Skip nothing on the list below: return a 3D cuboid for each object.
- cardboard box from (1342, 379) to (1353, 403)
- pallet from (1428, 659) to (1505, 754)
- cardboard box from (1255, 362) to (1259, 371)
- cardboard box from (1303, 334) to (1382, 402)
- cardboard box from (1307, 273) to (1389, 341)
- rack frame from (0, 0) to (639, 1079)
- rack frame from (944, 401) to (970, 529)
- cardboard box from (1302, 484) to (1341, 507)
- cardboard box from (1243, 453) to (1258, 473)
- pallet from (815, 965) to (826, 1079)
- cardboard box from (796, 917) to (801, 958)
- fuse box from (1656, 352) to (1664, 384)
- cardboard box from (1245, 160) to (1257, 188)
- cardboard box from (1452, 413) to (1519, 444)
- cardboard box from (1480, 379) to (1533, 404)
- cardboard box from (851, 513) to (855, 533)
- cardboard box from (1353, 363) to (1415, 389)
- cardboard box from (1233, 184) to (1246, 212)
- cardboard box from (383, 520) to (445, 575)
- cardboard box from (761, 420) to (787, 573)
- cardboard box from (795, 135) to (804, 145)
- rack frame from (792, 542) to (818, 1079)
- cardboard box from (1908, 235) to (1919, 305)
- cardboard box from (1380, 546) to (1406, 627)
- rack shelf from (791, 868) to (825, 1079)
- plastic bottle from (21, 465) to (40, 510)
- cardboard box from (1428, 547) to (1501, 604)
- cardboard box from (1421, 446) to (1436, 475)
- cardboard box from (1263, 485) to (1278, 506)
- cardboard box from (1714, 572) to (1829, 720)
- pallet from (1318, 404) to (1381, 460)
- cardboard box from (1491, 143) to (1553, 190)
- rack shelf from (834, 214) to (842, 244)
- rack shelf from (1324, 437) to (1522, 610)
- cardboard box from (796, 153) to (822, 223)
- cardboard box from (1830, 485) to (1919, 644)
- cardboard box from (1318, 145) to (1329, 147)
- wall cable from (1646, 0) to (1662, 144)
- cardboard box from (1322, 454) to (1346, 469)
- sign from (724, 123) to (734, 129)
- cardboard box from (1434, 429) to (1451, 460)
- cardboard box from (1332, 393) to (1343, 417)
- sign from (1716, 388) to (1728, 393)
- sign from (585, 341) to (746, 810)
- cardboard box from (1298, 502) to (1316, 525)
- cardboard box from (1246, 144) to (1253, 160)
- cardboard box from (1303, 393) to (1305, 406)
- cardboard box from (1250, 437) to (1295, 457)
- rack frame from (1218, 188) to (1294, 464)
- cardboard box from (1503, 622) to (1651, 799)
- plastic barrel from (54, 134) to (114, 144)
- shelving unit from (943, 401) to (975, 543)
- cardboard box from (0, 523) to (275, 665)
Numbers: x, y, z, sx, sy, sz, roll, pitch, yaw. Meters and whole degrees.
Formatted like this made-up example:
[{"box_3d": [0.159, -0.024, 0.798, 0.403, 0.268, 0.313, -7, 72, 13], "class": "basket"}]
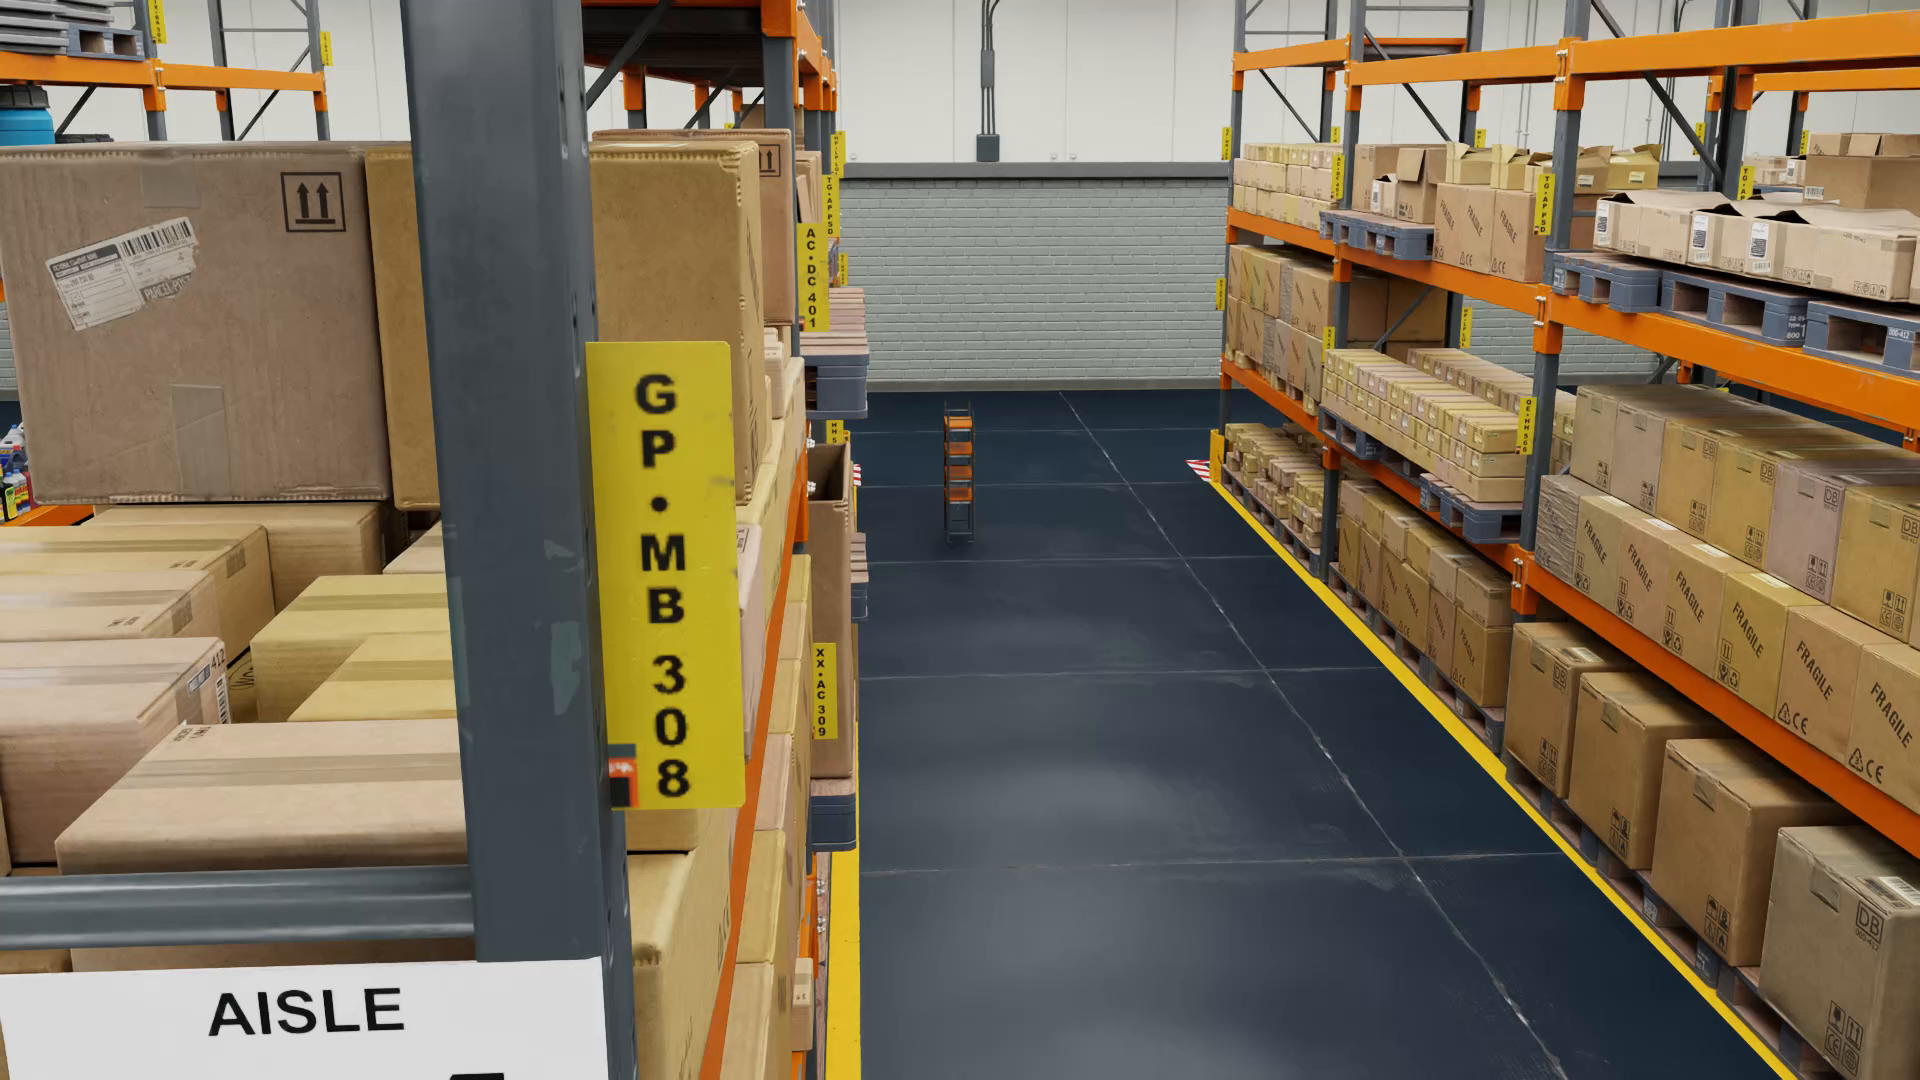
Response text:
[{"box_3d": [3.072, -1.114, 12.402, 0.380, 0.149, 0.250, -1, 14, -2], "class": "cardboard box"}, {"box_3d": [3.673, 1.029, 10.605, 1.003, 0.211, 1.213, -1, 14, -3], "class": "pallet"}, {"box_3d": [3.090, -1.717, 16.184, 0.380, 0.149, 0.250, 0, 14, -1], "class": "cardboard box"}, {"box_3d": [3.160, -1.431, 13.770, 0.500, 0.500, 0.500, -1, 14, -3], "class": "cardboard box"}, {"box_3d": [3.173, -1.912, 13.633, 0.500, 0.500, 0.500, -1, 14, -5], "class": "cardboard box"}, {"box_3d": [-0.738, -0.992, 0.822, 0.949, 2.616, 0.053, -1, 14, -3], "class": "rack frame"}, {"box_3d": [-0.025, -0.683, 15.273, 0.240, 1.200, 0.015, -1, 14, -3], "class": "rack frame"}, {"box_3d": [3.135, -0.381, 14.170, 0.380, 0.149, 0.250, -1, 14, -3], "class": "cardboard box"}, {"box_3d": [2.972, -0.756, 16.225, 0.380, 0.149, 0.250, 0, 14, -2], "class": "cardboard box"}, {"box_3d": [-1.039, 2.076, 6.536, 1.003, 0.211, 1.213, -1, 14, -3], "class": "pallet"}, {"box_3d": [-0.676, 1.152, 5.035, 0.380, 0.149, 0.250, -1, 14, -3], "class": "cardboard box"}, {"box_3d": [9.891, -2.993, 23.224, 0.539, 1.711, 0.414, -1, 14, -3], "class": "fuse box"}, {"box_3d": [3.025, -3.496, 15.873, 0.500, 0.250, 0.500, -1, 14, -4], "class": "cardboard box"}, {"box_3d": [3.219, -0.675, 10.096, 0.380, 0.149, 0.250, -1, 14, -4], "class": "cardboard box"}, {"box_3d": [3.790, -1.004, 11.377, 0.380, 0.149, 0.250, -1, 14, -4], "class": "cardboard box"}, {"box_3d": [-1.306, 0.356, 11.045, 1.225, 0.875, 0.875, -1, 14, -3], "class": "cardboard box"}, {"box_3d": [3.087, -1.192, 12.107, 0.380, 0.149, 0.250, -1, 14, -4], "class": "cardboard box"}, {"box_3d": [2.997, -3.382, 16.431, 0.500, 0.250, 0.500, 0, 14, -1], "class": "cardboard box"}, {"box_3d": [-0.531, 0.073, 2.206, 0.380, 0.149, 0.250, 0, 14, -1], "class": "cardboard box"}, {"box_3d": [-0.641, -0.095, 3.658, 0.500, 0.250, 0.500, -1, 14, -4], "class": "cardboard box"}, {"box_3d": [-1.593, -3.018, 13.471, 0.700, 0.500, 0.500, -2, 15, -7], "class": "cardboard box"}, {"box_3d": [-0.989, 0.919, 5.436, 1.000, 3.000, 0.127, -1, 14, -3], "class": "rack frame"}, {"box_3d": [3.764, -0.938, 5.889, 0.500, 0.250, 0.500, -1, 14, -3], "class": "cardboard box"}, {"box_3d": [3.333, 0.334, 11.881, 0.500, 0.500, 0.500, -1, 14, -2], "class": "cardboard box"}, {"box_3d": [-0.865, 1.765, 3.592, 1.077, 0.370, 4.000, -1, 14, -3], "class": "rack shelf"}, {"box_3d": [-5.911, -0.344, 10.577, 0.061, 0.283, 0.133, -1, 14, -3], "class": "plastic bottle"}, {"box_3d": [3.374, 0.225, 10.801, 0.500, 0.250, 0.500, -1, 14, -3], "class": "cardboard box"}, {"box_3d": [3.189, -0.513, 10.660, 0.380, 0.149, 0.250, -1, 14, -4], "class": "cardboard box"}, {"box_3d": [3.046, -0.420, 15.518, 0.380, 0.149, 0.250, -1, 14, -3], "class": "cardboard box"}, {"box_3d": [3.606, 0.442, 7.089, 0.500, 0.500, 0.500, -1, 14, -3], "class": "cardboard box"}, {"box_3d": [3.374, -0.837, 12.645, 1.003, 0.211, 1.213, -1, 14, -3], "class": "pallet"}, {"box_3d": [3.389, -2.223, 9.891, 0.396, 0.266, 0.258, -1, 14, -3], "class": "cardboard box"}, {"box_3d": [-1.609, -2.673, 14.818, 1.077, 0.370, 4.000, -1, 14, -3], "class": "rack shelf"}, {"box_3d": [3.596, -0.277, 11.525, 1.077, 0.370, 4.000, -1, 14, -3], "class": "rack shelf"}, {"box_3d": [-0.915, -1.577, 7.913, 0.500, 0.500, 0.500, -1, 14, -4], "class": "cardboard box"}, {"box_3d": [3.897, 0.083, 6.475, 0.700, 0.500, 0.500, -1, 14, -4], "class": "cardboard box"}, {"box_3d": [3.552, -3.600, 15.475, 0.380, 0.149, 0.250, -1, 14, -5], "class": "cardboard box"}, {"box_3d": [8.276, -6.545, 22.406, 2.355, 3.000, 0.029, -1, 14, -3], "class": "wall cable"}, {"box_3d": [3.586, -0.711, 15.455, 0.380, 0.149, 0.250, -1, 14, -3], "class": "cardboard box"}, {"box_3d": [-2.287, -3.973, 16.515, 0.100, 0.325, 0.005, -1, 14, -3], "class": "sign"}, {"box_3d": [3.198, -0.601, 10.406, 0.380, 0.149, 0.250, -1, 14, -2], "class": "cardboard box"}, {"box_3d": [3.060, -1.030, 12.672, 0.380, 0.149, 0.250, -1, 14, -3], "class": "cardboard box"}, {"box_3d": [4.274, -0.698, 9.394, 0.100, 0.325, 0.005, -1, 14, -3], "class": "sign"}, {"box_3d": [-0.200, 0.029, 1.120, 0.100, 0.325, 0.005, -1, 14, -3], "class": "sign"}, {"box_3d": [3.106, -0.230, 14.181, 0.380, 0.149, 0.250, -2, 15, -6], "class": "cardboard box"}, {"box_3d": [2.959, -3.716, 15.927, 0.380, 0.149, 0.250, -1, 14, -4], "class": "cardboard box"}, {"box_3d": [3.139, -1.198, 14.166, 0.380, 0.149, 0.250, 0, 14, -1], "class": "cardboard box"}, {"box_3d": [3.040, -0.901, 16.192, 0.380, 0.149, 0.250, -2, 15, -6], "class": "cardboard box"}, {"box_3d": [3.224, -2.117, 17.235, 1.000, 3.000, 0.127, -1, 14, -3], "class": "rack frame"}, {"box_3d": [3.668, 0.911, 9.136, 1.050, 0.750, 0.750, -1, 14, -4], "class": "cardboard box"}, {"box_3d": [-6.169, -2.518, 11.552, 0.600, 0.588, 0.600, 0, 14, 0], "class": "plastic barrel"}, {"box_3d": [-0.010, -0.622, 15.037, 0.258, 1.200, 0.503, -1, 14, -3], "class": "shelving unit"}, {"box_3d": [-1.135, 0.081, 2.172, 0.380, 0.149, 0.250, -1, 14, -3], "class": "cardboard box"}]
